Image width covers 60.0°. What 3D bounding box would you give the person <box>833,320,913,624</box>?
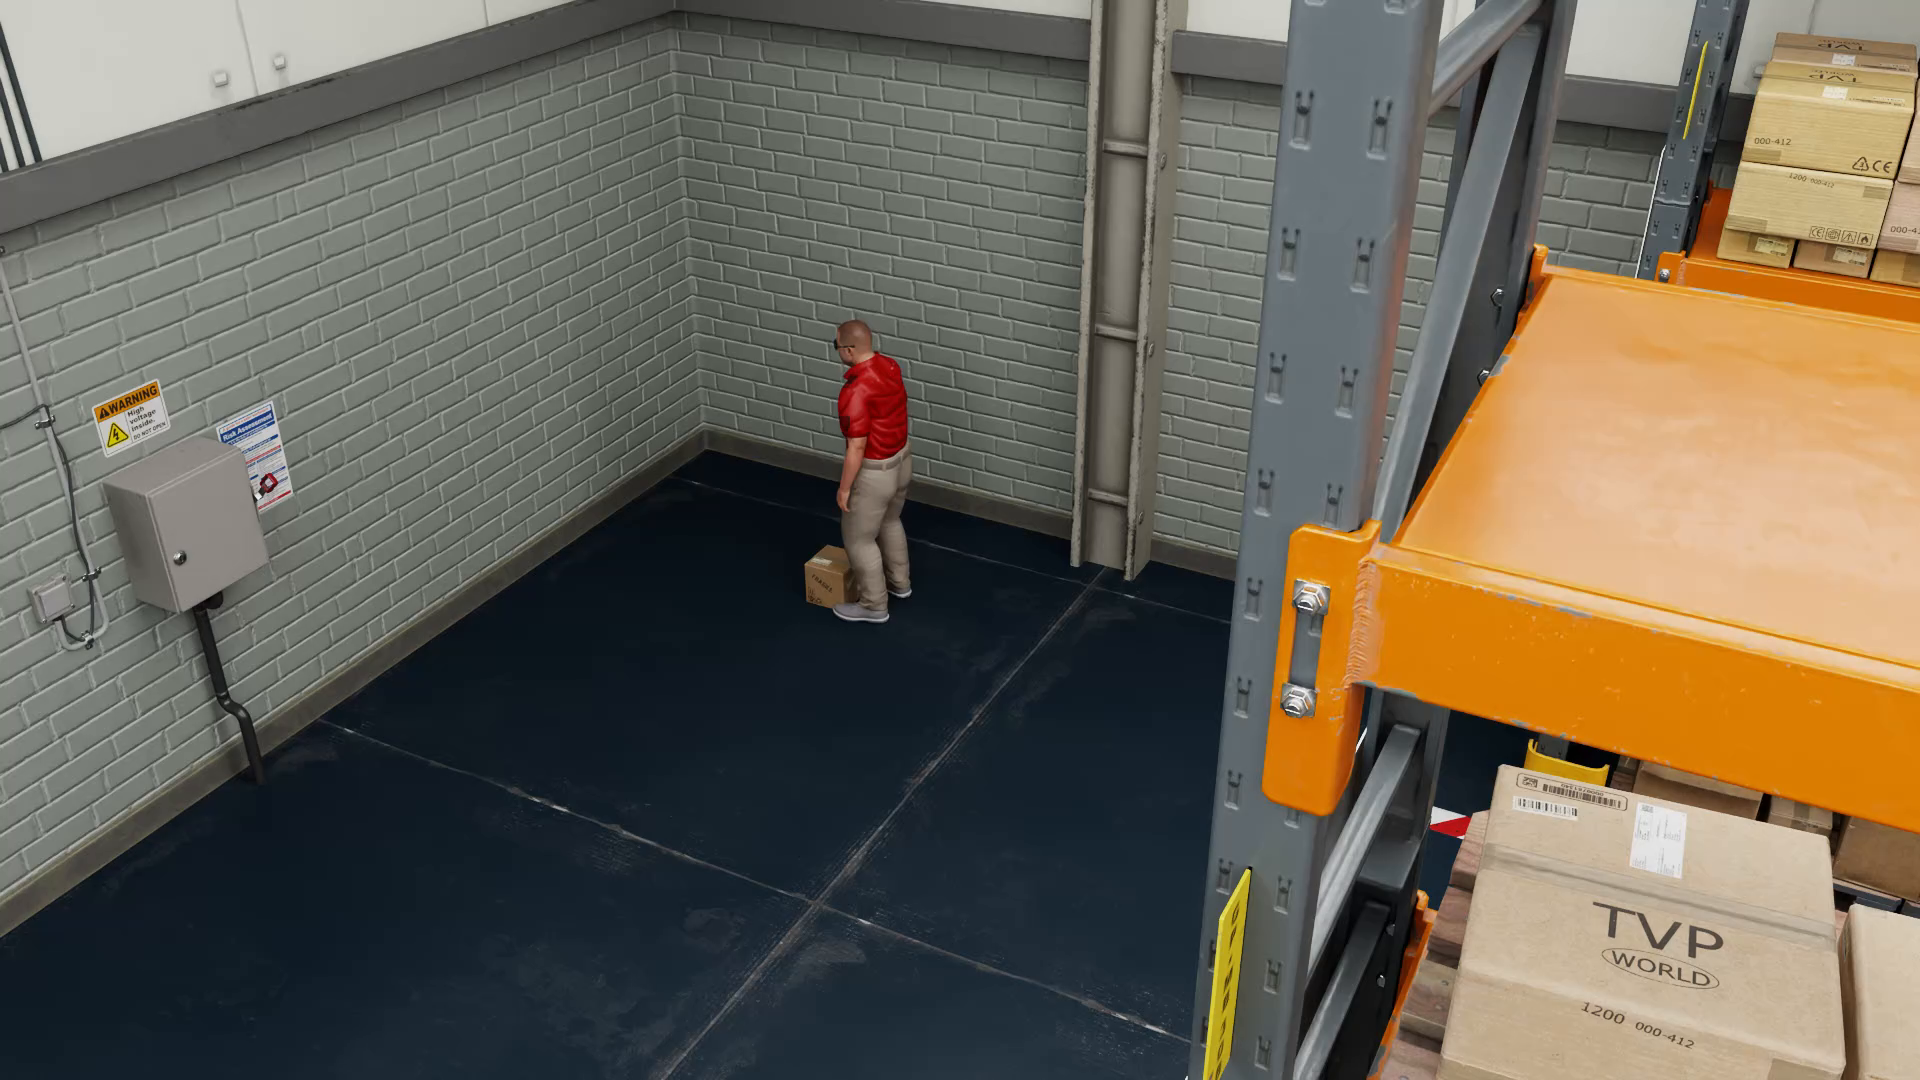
[{"bbox_3d":[-0.476,-0.371,8.952,0.389,1.726,0.588,14,33,23],"label":"person"}]
